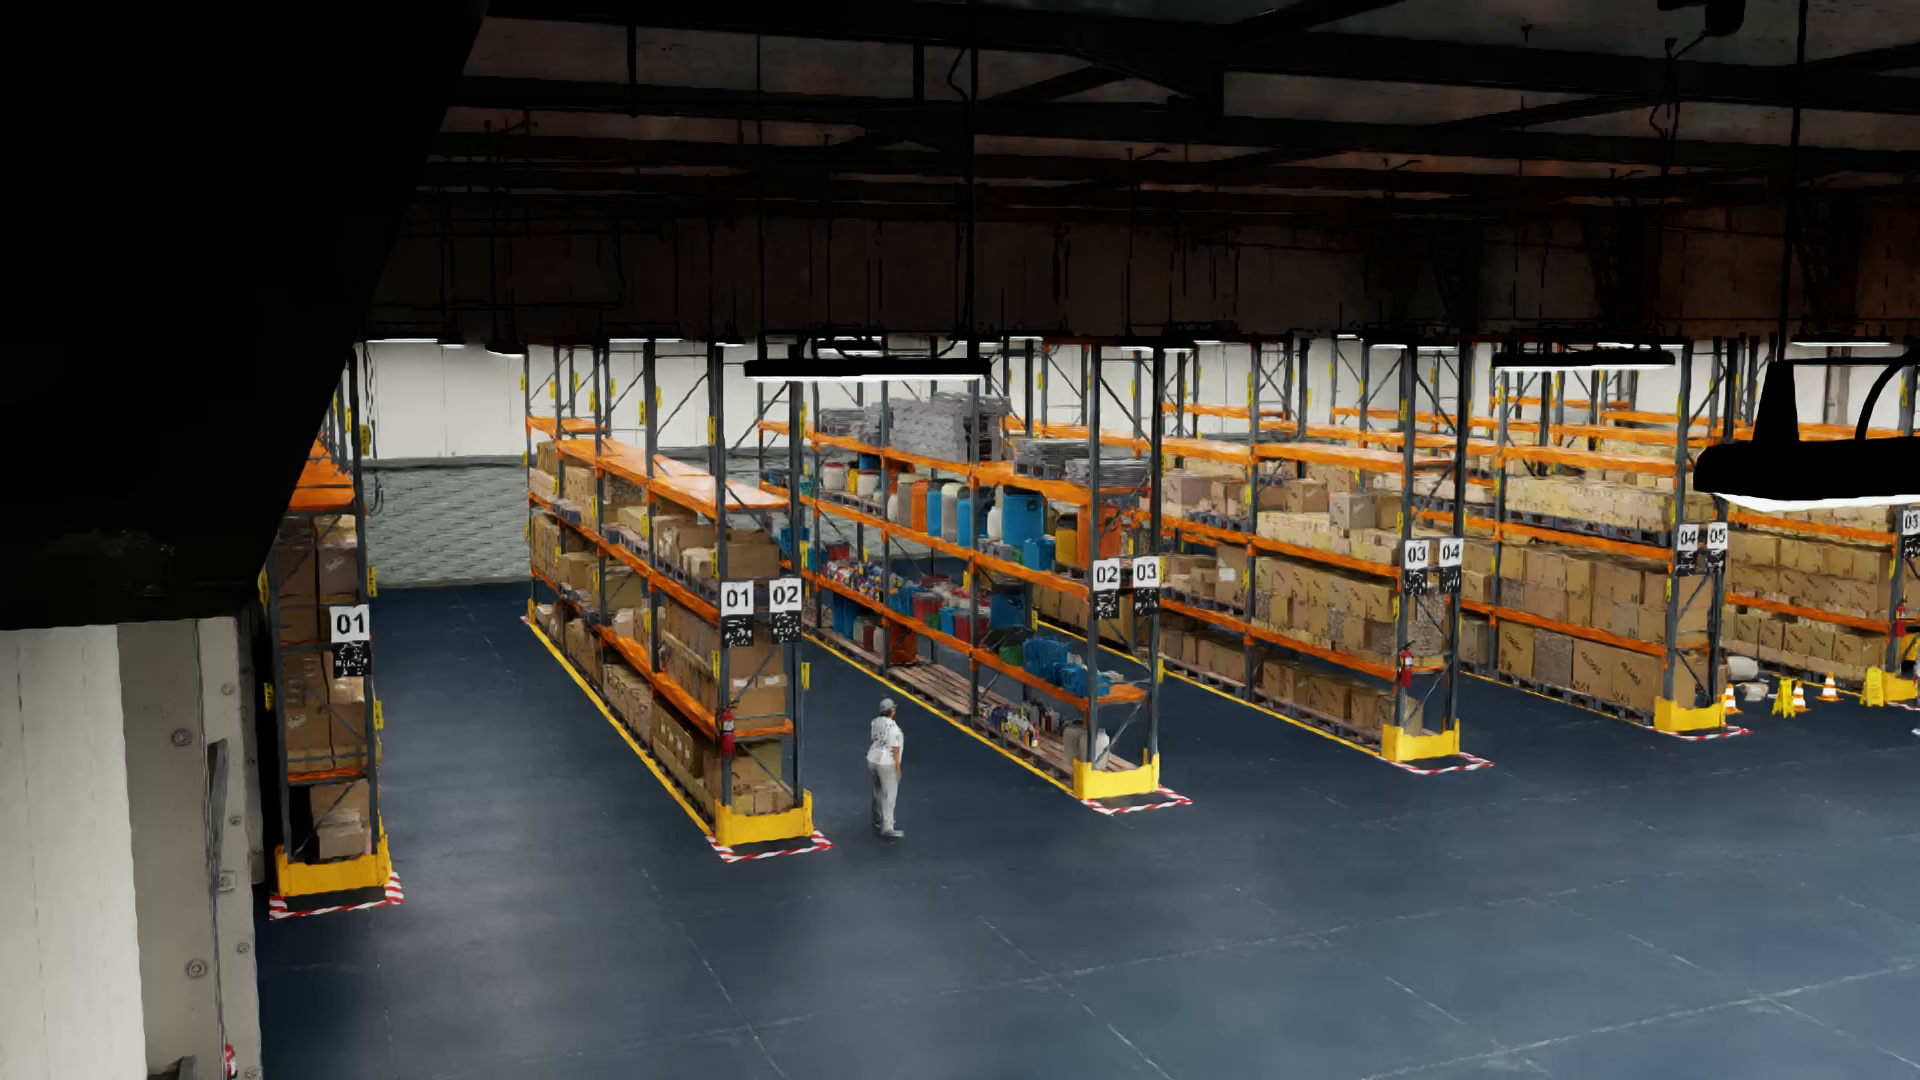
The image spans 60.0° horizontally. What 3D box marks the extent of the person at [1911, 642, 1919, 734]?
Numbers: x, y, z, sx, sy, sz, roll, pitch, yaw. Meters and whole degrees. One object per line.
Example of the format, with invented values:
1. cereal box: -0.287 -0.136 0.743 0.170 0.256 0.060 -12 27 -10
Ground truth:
1. person: 14.936 2.097 25.377 0.712 1.769 0.472 6 10 39

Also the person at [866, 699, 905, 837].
1. person: -0.883 2.779 20.499 0.463 1.672 0.578 -6 10 -40

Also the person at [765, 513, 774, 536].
1. person: -4.804 0.005 40.898 0.533 1.770 0.759 2 8 14
